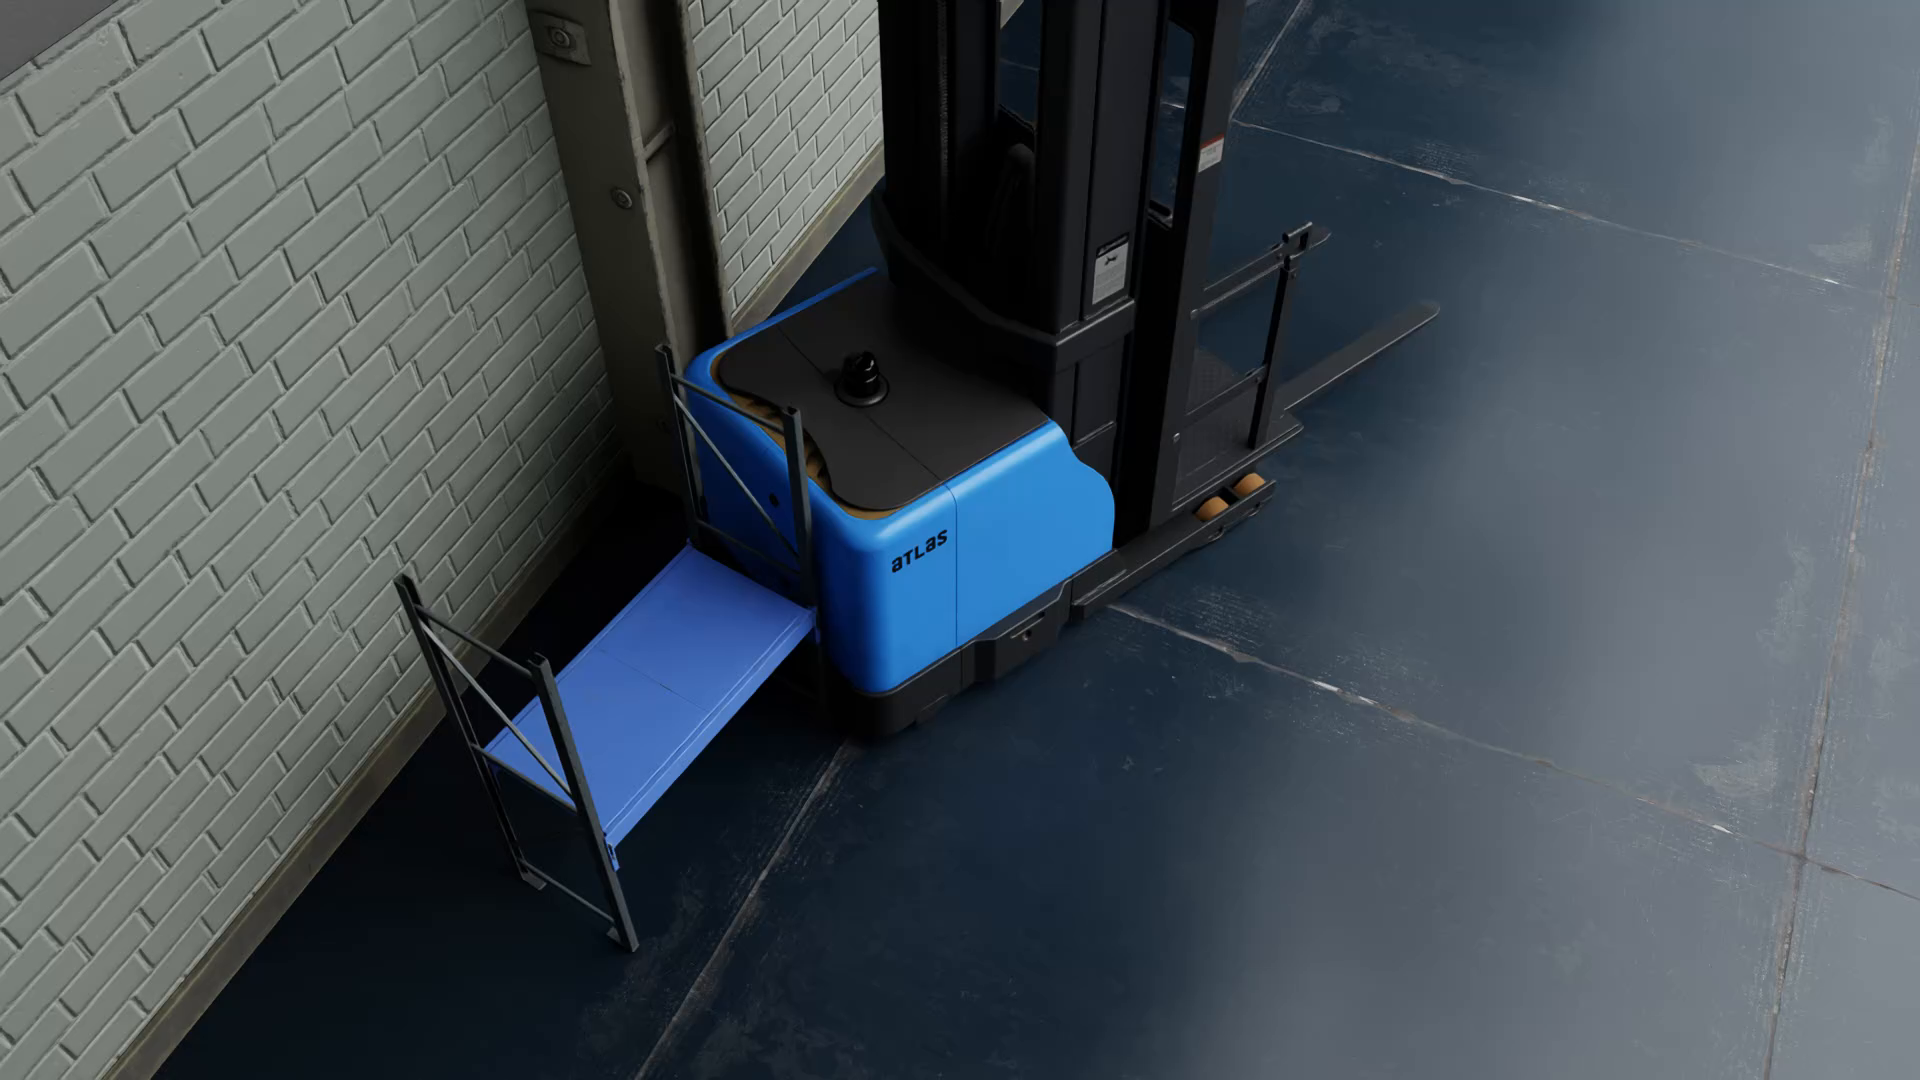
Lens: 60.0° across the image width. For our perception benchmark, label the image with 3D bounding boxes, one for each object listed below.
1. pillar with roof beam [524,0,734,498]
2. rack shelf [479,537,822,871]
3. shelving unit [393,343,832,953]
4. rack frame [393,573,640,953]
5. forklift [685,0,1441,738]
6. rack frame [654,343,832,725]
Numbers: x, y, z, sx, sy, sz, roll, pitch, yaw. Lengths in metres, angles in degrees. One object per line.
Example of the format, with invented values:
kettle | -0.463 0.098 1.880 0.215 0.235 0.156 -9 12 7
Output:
pillar with roof beam | 2.828 -1.851 1.916 9.100 9.000 0.400 20 52 16
rack shelf | -0.936 0.475 5.097 0.538 0.185 1.000 27 55 21
shelving unit | -0.936 0.358 4.960 0.538 1.500 1.048 27 55 21
rack frame | -1.215 0.682 4.685 0.500 1.500 0.032 27 55 21
forklift | 0.567 -1.234 5.376 3.031 2.935 1.130 -31 56 -24
rack frame | -0.657 0.035 5.236 0.500 1.500 0.032 27 55 21
